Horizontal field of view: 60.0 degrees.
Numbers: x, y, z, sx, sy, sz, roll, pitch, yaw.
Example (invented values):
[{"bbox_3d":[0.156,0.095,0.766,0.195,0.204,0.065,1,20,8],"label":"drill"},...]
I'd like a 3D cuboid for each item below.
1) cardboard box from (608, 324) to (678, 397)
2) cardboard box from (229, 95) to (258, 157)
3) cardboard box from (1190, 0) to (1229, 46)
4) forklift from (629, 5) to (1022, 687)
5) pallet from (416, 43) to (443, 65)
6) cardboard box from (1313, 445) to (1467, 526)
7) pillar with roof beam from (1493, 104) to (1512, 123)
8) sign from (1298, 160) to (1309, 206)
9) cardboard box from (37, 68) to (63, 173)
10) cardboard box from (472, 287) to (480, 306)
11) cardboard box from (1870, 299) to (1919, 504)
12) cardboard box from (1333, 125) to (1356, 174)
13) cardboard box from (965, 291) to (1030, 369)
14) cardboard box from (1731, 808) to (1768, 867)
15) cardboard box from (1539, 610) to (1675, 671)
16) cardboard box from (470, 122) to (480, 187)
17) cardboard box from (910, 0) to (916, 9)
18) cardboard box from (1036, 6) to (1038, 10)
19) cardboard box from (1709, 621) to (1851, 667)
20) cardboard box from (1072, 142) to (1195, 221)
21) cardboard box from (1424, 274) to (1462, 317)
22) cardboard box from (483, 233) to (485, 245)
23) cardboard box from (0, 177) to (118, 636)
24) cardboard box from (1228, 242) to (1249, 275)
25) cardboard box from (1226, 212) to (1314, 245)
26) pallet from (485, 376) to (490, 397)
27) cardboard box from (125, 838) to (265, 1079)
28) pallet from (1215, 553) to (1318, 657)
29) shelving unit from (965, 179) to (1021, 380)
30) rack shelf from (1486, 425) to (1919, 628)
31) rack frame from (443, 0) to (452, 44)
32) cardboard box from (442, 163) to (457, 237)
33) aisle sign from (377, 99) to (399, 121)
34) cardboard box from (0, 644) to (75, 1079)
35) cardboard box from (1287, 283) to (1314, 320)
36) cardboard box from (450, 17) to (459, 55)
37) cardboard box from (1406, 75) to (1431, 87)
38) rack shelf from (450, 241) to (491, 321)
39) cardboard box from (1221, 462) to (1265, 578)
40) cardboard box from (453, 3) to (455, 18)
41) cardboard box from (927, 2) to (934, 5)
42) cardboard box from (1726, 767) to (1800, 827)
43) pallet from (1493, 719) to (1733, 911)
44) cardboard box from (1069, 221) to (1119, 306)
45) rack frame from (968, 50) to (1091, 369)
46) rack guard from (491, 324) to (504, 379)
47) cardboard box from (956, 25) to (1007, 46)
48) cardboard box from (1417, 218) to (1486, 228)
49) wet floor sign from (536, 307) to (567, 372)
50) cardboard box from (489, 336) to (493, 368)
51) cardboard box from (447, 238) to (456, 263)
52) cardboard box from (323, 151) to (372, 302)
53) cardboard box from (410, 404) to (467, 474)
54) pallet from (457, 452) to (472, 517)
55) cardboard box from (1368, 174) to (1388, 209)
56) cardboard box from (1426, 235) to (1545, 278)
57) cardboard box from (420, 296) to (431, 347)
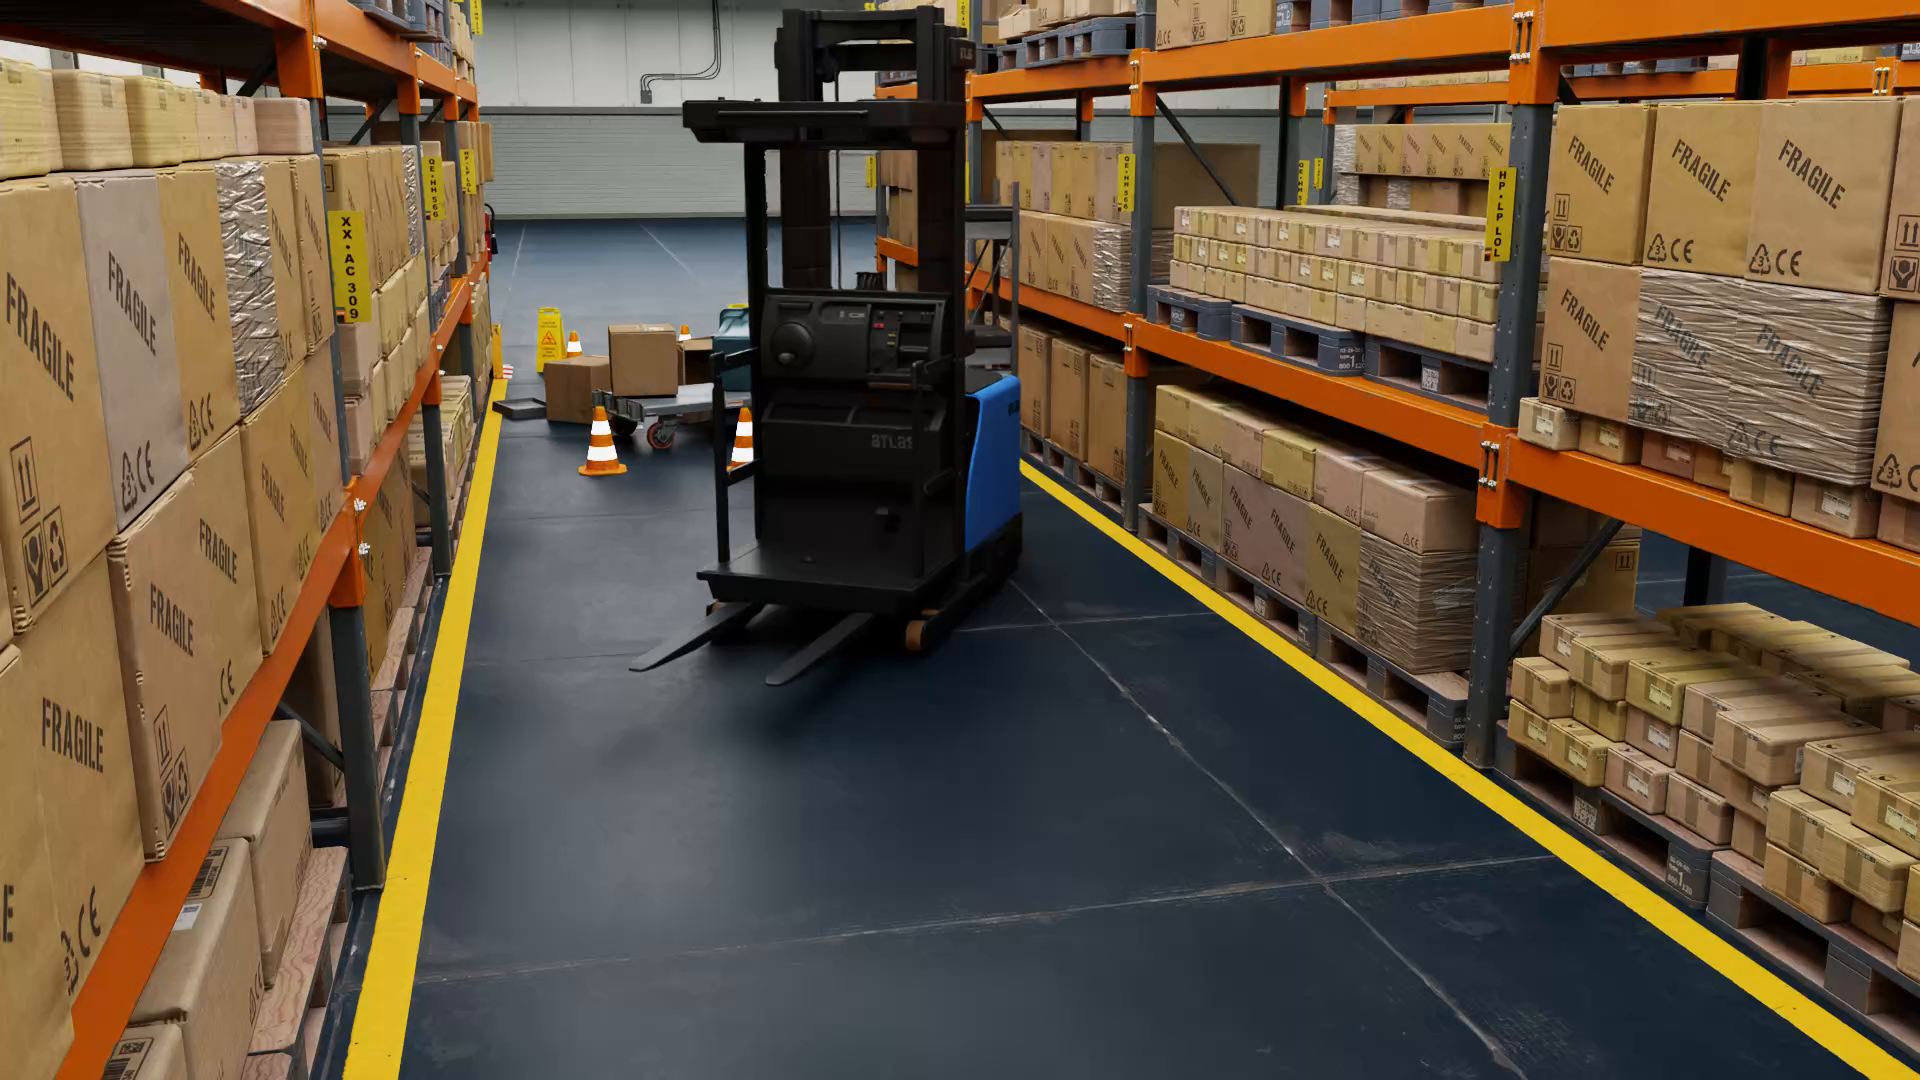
[{"bbox_3d":[-2.501,-1.423,13.103,0.500,0.500,0.500,-3,14,-13],"label":"cardboard box"},{"bbox_3d":[-2.007,-1.047,4.208,0.380,0.149,0.250,-3,14,-12],"label":"cardboard box"},{"bbox_3d":[1.503,-2.784,8.471,0.500,0.500,0.500,-3,14,-13],"label":"cardboard box"},{"bbox_3d":[-0.584,-0.995,7.826,1.130,2.935,3.031,4,14,17],"label":"forklift"},{"bbox_3d":[-3.936,-3.142,10.542,1.213,0.211,1.003,-3,14,-13],"label":"pallet"},{"bbox_3d":[1.914,-0.248,7.424,0.500,0.250,0.500,-3,14,-11],"label":"cardboard box"},{"bbox_3d":[10.098,-12.564,42.394,9.100,9.000,0.400,-3,14,-13],"label":"pillar with roof beam"},{"bbox_3d":[2.029,-2.096,9.914,0.100,0.325,0.005,-3,14,-13],"label":"sign"},{"bbox_3d":[-1.492,-0.582,2.305,0.380,0.149,0.250,-3,14,-13],"label":"cardboard box"},{"bbox_3d":[-4.193,-2.013,13.808,0.380,0.149,0.250,-3,14,-11],"label":"cardboard box"},{"bbox_3d":[2.675,-0.328,4.111,0.500,0.500,0.500,-3,14,-10],"label":"cardboard box"},{"bbox_3d":[4.334,-4.175,17.752,0.500,0.500,0.500,-3,14,-13],"label":"cardboard box"},{"bbox_3d":[0.484,-1.783,14.499,0.875,0.875,0.875,-3,14,-12],"label":"cardboard box"},{"bbox_3d":[2.593,0.897,5.055,0.380,0.149,0.250,-4,14,-16],"label":"cardboard box"},{"bbox_3d":[2.322,0.366,5.978,0.380,0.149,0.250,-3,14,-11],"label":"cardboard box"},{"bbox_3d":[-4.215,-3.075,13.248,0.700,0.500,0.500,-3,14,-13],"label":"cardboard box"},{"bbox_3d":[-0.249,-4.913,15.151,0.380,0.149,0.250,-3,14,-12],"label":"cardboard box"},{"bbox_3d":[0.885,-3.945,12.656,0.500,0.250,0.500,-3,14,-13],"label":"cardboard box"},{"bbox_3d":[2.878,0.399,5.842,0.380,0.149,0.250,-3,14,-12],"label":"cardboard box"},{"bbox_3d":[1.165,-2.413,11.166,0.700,0.500,0.500,-4,14,-14],"label":"cardboard box"},{"bbox_3d":[2.094,-0.985,6.656,0.380,0.149,0.250,-3,14,-13],"label":"cardboard box"},{"bbox_3d":[-4.700,-2.838,15.750,0.380,0.149,0.250,-3,14,-14],"label":"cardboard box"},{"bbox_3d":[-1.370,-0.175,2.005,0.500,0.500,0.500,-4,14,-15],"label":"cardboard box"},{"bbox_3d":[1.613,-1.462,8.607,0.380,0.149,0.250,-3,14,-13],"label":"cardboard box"},{"bbox_3d":[1.604,-1.614,8.602,0.380,0.149,0.250,-4,14,-16],"label":"cardboard box"},{"bbox_3d":[-4.989,-1.525,15.723,1.003,0.211,1.213,-3,14,-13],"label":"pallet"},{"bbox_3d":[-2.091,1.080,3.699,0.875,0.438,0.875,-4,14,-15],"label":"cardboard box"},{"bbox_3d":[1.969,0.276,8.353,1.003,0.211,1.213,-3,14,-13],"label":"pallet"},{"bbox_3d":[0.081,-1.005,9.616,0.431,2.100,0.503,-3,14,-11],"label":"shelving unit"},{"bbox_3d":[2.913,0.194,4.329,1.077,0.370,4.000,-3,14,-13],"label":"rack shelf"},{"bbox_3d":[-4.224,-5.078,11.750,1.000,3.000,0.127,-3,14,-13],"label":"rack frame"},{"bbox_3d":[-3.775,-2.352,11.513,0.500,0.500,0.500,-3,14,-13],"label":"cardboard box"},{"bbox_3d":[-5.479,-4.346,15.918,0.394,0.787,0.004,-3,14,-13],"label":"aisle sign"},{"bbox_3d":[-1.239,0.430,1.638,0.500,0.500,0.500,-3,14,-14],"label":"cardboard box"},{"bbox_3d":[1.785,-1.141,7.923,0.380,0.149,0.250,-4,14,-15],"label":"cardboard box"},{"bbox_3d":[-4.061,-3.809,12.566,0.500,0.250,0.500,-4,14,-14],"label":"cardboard box"},{"bbox_3d":[4.698,-4.544,16.203,0.500,0.250,0.500,-3,14,-12],"label":"cardboard box"},{"bbox_3d":[-4.694,-2.275,14.436,1.077,0.370,4.000,-3,14,-13],"label":"rack shelf"},{"bbox_3d":[1.668,-0.118,8.473,0.500,0.500,0.500,-4,14,-15],"label":"cardboard box"},{"bbox_3d":[-4.123,-4.096,12.903,0.380,0.149,0.250,-4,14,-15],"label":"cardboard box"},{"bbox_3d":[-0.035,-4.575,14.608,0.500,0.250,0.500,-3,14,-14],"label":"cardboard box"},{"bbox_3d":[2.558,0.756,5.009,0.380,0.149,0.250,-3,14,-11],"label":"cardboard box"},{"bbox_3d":[2.635,0.890,5.837,1.003,0.211,1.213,-3,14,-13],"label":"pallet"},{"bbox_3d":[1.021,-1.792,10.733,0.500,0.500,0.500,-3,14,-13],"label":"cardboard box"},{"bbox_3d":[0.564,-2.463,13.687,1.000,3.000,0.127,-3,14,-13],"label":"rack frame"},{"bbox_3d":[-5.145,-1.854,16.464,1.175,0.500,0.348,-3,14,-13],"label":"rack guard"},{"bbox_3d":[0.168,-4.117,13.570,0.380,0.149,0.250,-3,14,-13],"label":"cardboard box"},{"bbox_3d":[2.426,-1.465,7.993,0.380,0.149,0.250,-3,14,-11],"label":"cardboard box"},{"bbox_3d":[-4.168,-2.046,16.942,0.267,0.644,0.232,2,14,6],"label":"wet floor sign"},{"bbox_3d":[-4.706,-1.777,15.791,0.500,0.250,0.500,-3,14,-13],"label":"cardboard box"},{"bbox_3d":[-3.631,-1.964,11.291,0.380,0.149,0.250,-3,14,-13],"label":"cardboard box"},{"bbox_3d":[-2.169,-0.970,5.258,0.500,0.500,0.500,-3,14,-13],"label":"cardboard box"},{"bbox_3d":[-3.761,-0.644,10.895,0.950,0.372,0.625,-3,14,-11],"label":"cardboard box"},{"bbox_3d":[-3.749,-0.347,10.904,1.003,0.211,1.213,-3,14,-13],"label":"pallet"},{"bbox_3d":[4.806,-3.595,17.482,0.875,0.500,0.500,-3,14,-13],"label":"cardboard box"},{"bbox_3d":[2.095,-1.132,6.630,0.380,0.149,0.250,-4,14,-15],"label":"cardboard box"},{"bbox_3d":[-2.913,-1.066,8.284,0.500,0.250,0.500,-4,14,-15],"label":"cardboard box"}]
